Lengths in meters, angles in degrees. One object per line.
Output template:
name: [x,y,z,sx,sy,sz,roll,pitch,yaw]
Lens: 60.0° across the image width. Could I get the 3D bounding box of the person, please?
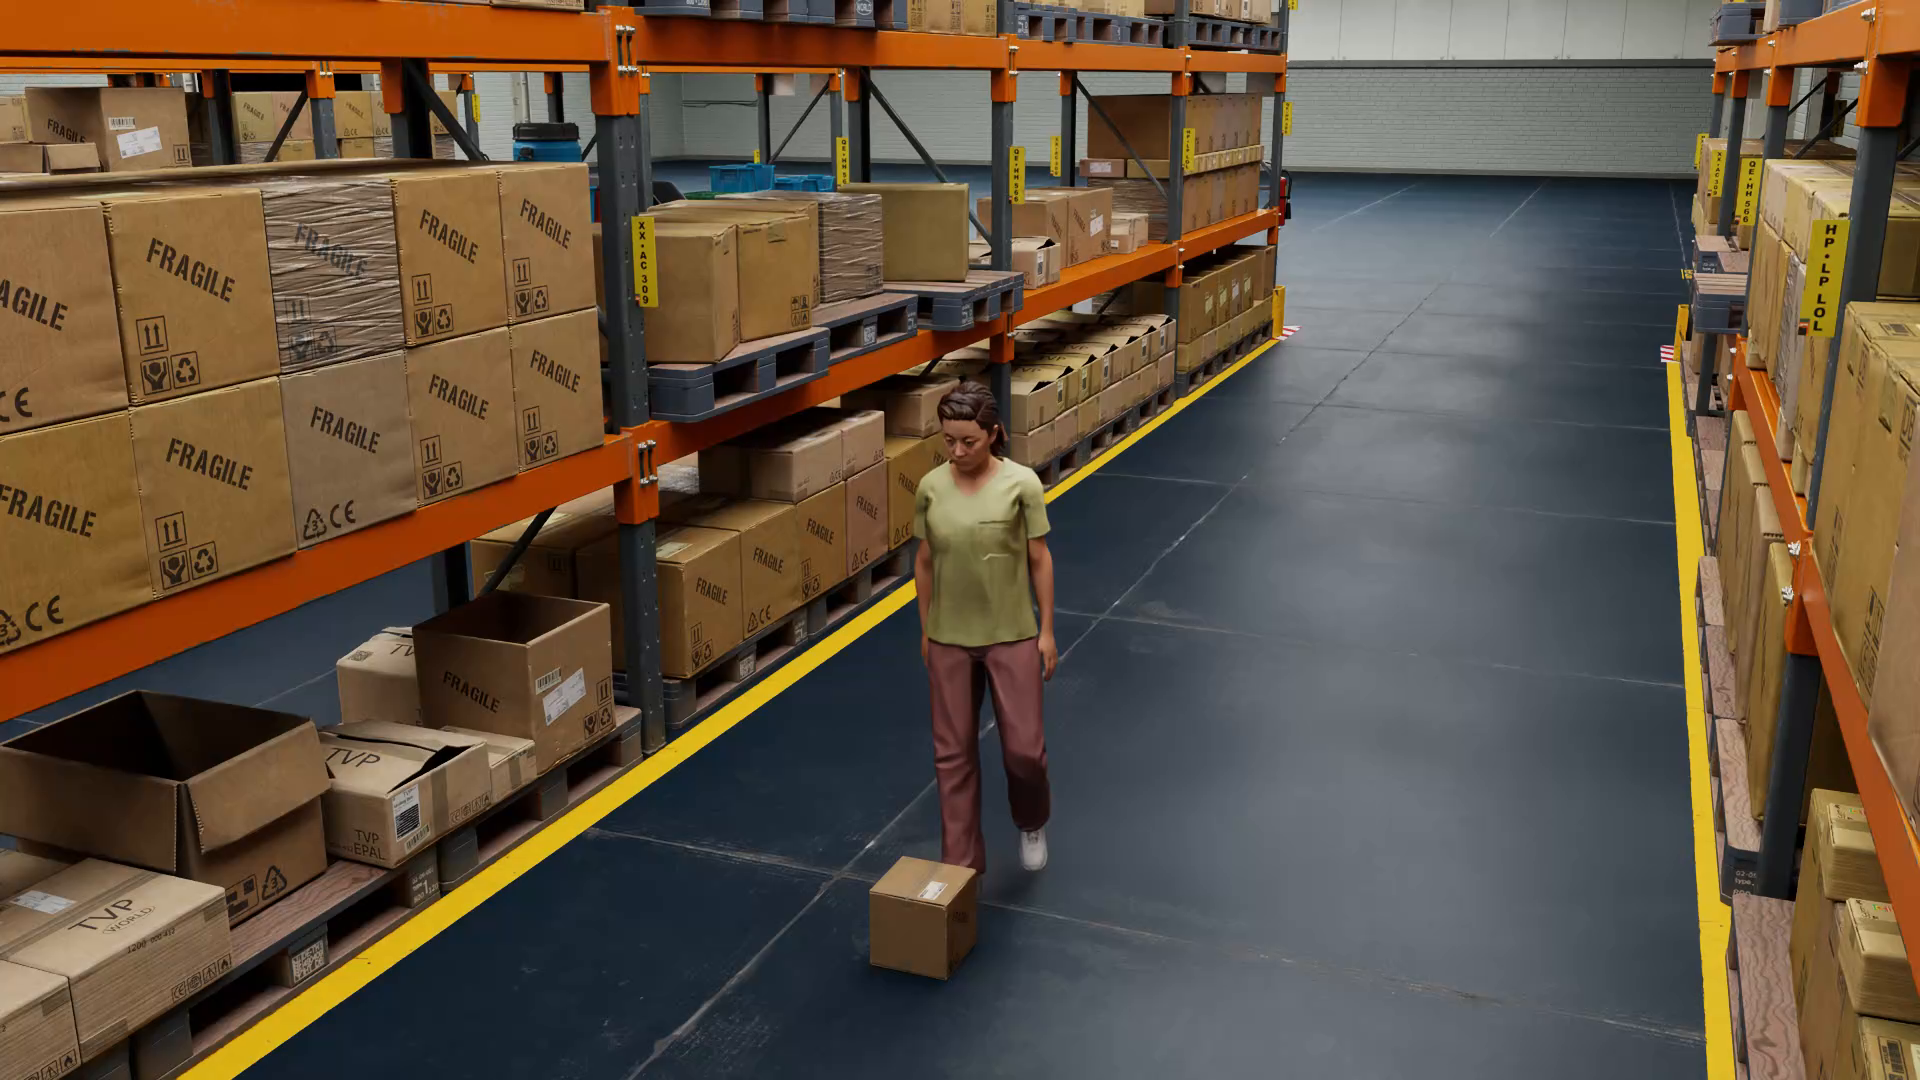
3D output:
person: [0.057,0.334,5.246,0.489,1.668,0.608,4,16,14]
